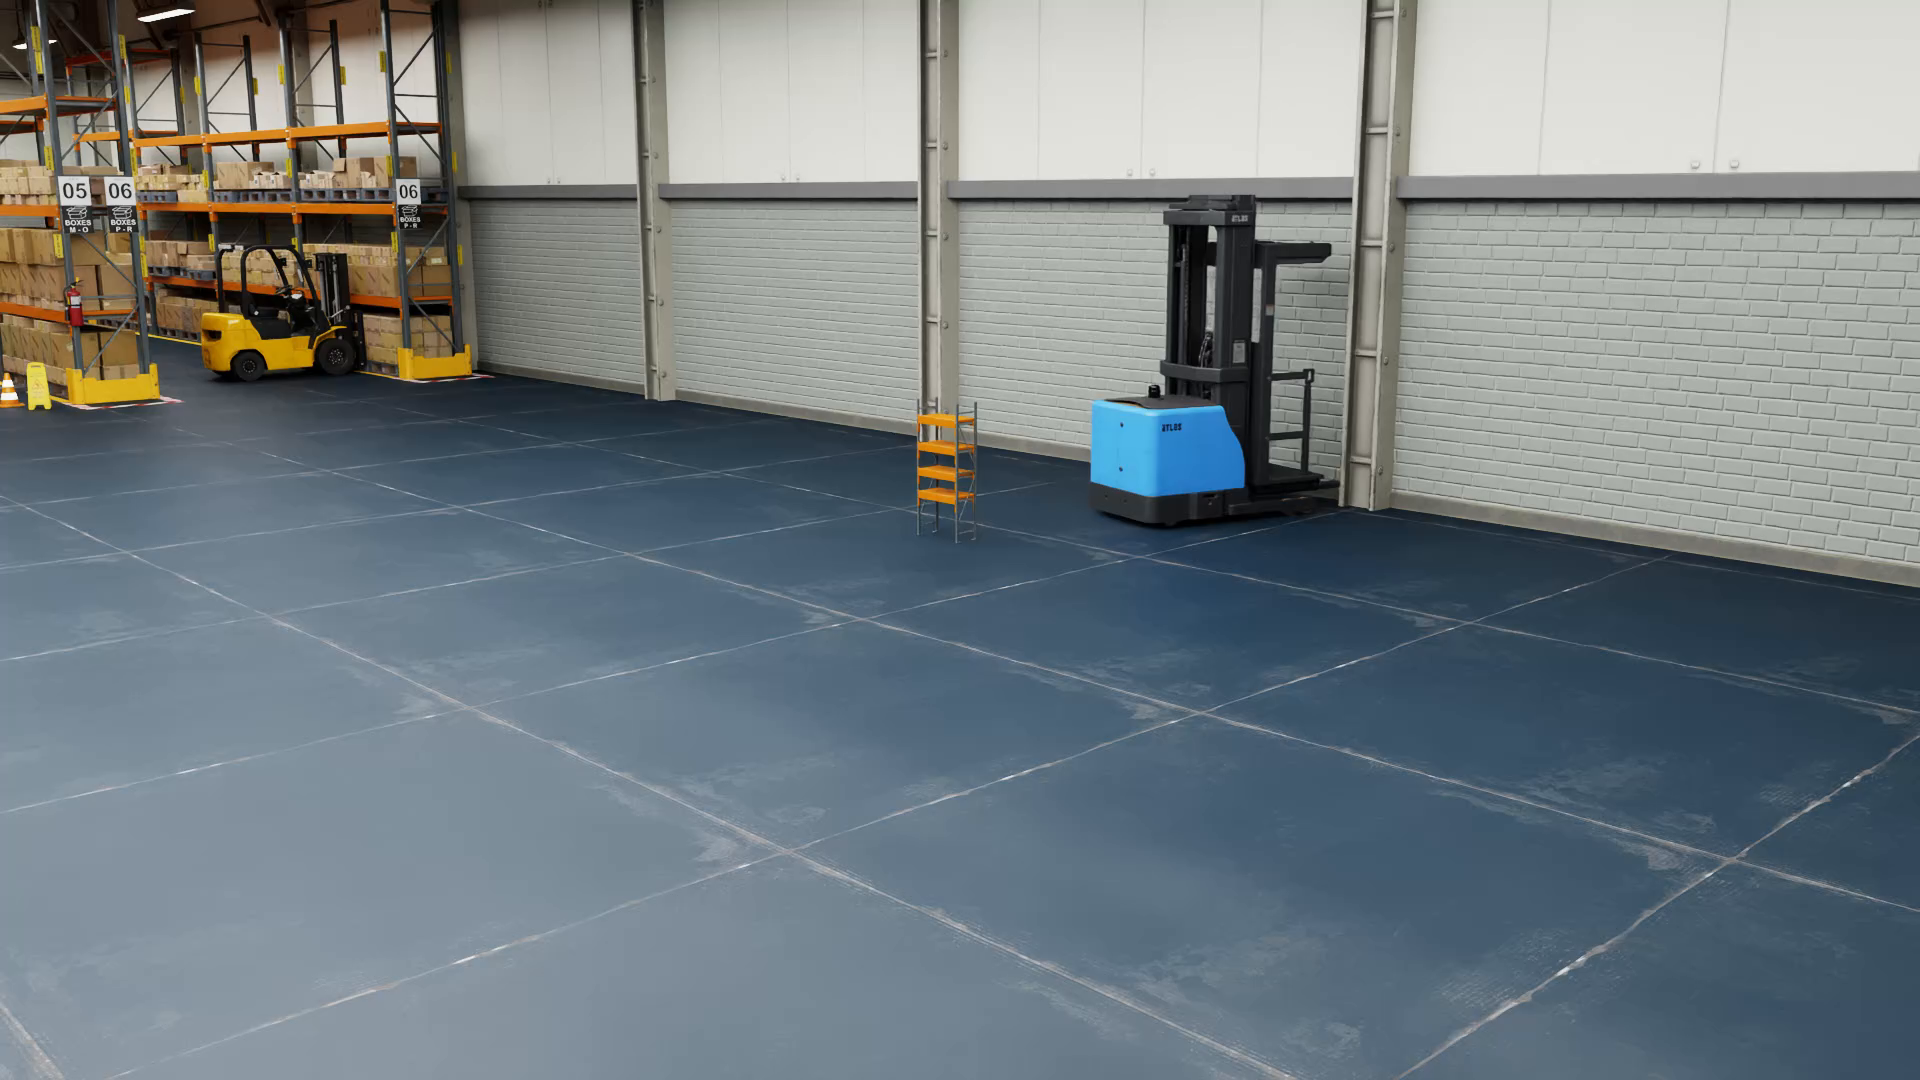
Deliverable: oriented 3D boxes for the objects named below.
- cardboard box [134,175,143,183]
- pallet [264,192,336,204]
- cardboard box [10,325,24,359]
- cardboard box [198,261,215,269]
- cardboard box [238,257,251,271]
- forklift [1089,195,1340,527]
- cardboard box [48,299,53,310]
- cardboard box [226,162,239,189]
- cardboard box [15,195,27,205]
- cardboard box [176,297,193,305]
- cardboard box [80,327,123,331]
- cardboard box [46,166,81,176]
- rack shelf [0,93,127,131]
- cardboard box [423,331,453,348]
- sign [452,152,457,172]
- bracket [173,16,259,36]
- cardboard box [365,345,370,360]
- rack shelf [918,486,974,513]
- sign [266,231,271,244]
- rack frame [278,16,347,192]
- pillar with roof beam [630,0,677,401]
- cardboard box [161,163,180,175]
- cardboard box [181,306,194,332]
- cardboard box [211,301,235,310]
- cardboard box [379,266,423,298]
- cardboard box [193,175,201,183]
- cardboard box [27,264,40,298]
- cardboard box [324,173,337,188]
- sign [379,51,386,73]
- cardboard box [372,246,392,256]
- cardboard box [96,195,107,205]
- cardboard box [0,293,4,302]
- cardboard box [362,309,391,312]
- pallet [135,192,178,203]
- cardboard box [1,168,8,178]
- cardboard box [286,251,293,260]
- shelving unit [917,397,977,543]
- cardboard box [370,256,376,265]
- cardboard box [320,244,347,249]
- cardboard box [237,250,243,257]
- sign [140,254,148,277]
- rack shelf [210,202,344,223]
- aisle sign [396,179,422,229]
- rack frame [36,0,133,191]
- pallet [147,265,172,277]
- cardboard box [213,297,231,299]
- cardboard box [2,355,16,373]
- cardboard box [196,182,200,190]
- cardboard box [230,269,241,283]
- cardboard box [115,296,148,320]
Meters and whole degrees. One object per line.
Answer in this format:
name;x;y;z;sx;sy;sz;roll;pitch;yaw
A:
cardboard box;-17.112;-7.585;34.957;0.380;0.149;0.250;-10;15;-41
pallet;-12.095;-6.278;30.491;1.217;0.209;0.805;11;16;43
cardboard box;-14.474;-3.110;25.986;0.500;0.500;0.500;-10;15;-40
cardboard box;-14.970;-5.485;33.180;0.380;0.149;0.250;-11;16;-42
cardboard box;-13.416;-5.280;31.738;0.500;0.250;0.500;11;16;44
forklift;2.748;-1.745;15.619;3.031;2.935;1.130;-6;13;-28
cardboard box;-13.132;-3.463;24.411;0.380;0.149;0.250;-11;16;-44
cardboard box;-13.494;-6.933;31.659;0.700;0.500;0.500;-11;16;-44
cardboard box;-13.844;-5.077;24.809;0.380;0.149;0.250;-11;16;-43
cardboard box;-16.169;-5.008;34.830;0.380;0.149;0.250;-11;16;-43
cardboard box;-13.040;-2.961;25.266;0.500;0.500;0.500;11;16;43
cardboard box;-12.749;-5.245;23.647;0.380;0.149;0.250;-11;16;-42
rack shelf;-13.683;-6.376;24.849;1.077;0.370;4.000;-11;16;-43
cardboard box;-8.889;-3.393;27.983;0.500;0.250;0.500;-11;16;-42
sign;-8.309;-6.204;27.297;0.100;0.325;0.005;-11;16;-43
bracket;-15.010;-10.383;33.588;0.076;0.066;4.783;-11;16;-43
cardboard box;-9.943;-3.224;28.398;0.500;0.250;0.500;-11;16;-42
rack shelf;-0.114;-0.351;14.461;0.258;0.148;0.480;-11;16;-43
sign;-13.840;-6.004;33.253;0.100;0.325;0.005;-11;16;-43
rack frame;-11.477;-7.714;29.553;1.000;3.000;0.127;-11;16;-43
pillar with roof beam;-7.514;-5.882;20.660;9.100;9.000;0.400;-11;16;-43
cardboard box;-16.741;-7.857;35.253;0.396;0.266;0.258;-11;16;-43
cardboard box;-15.760;-4.596;34.441;0.500;0.500;0.500;11;16;43
cardboard box;-14.763;-4.695;33.315;0.250;0.149;0.380;11;16;42
cardboard box;-9.244;-4.276;27.486;0.500;0.500;0.500;-11;16;-44
cardboard box;-15.016;-7.190;33.089;0.250;0.149;0.380;11;16;43
cardboard box;-13.562;-3.882;24.837;0.500;0.500;0.500;-11;16;-43
cardboard box;-10.672;-6.175;28.560;0.258;0.266;0.396;11;16;44
sign;-9.117;-7.553;26.260;0.100;0.325;0.005;-11;16;-43
cardboard box;-9.626;-4.840;27.878;0.380;0.149;0.250;-11;16;-42
cardboard box;-12.296;-4.939;24.142;0.380;0.149;0.250;-11;16;-42
cardboard box;-15.079;-3.870;26.383;0.380;0.149;0.250;-11;16;-43
cardboard box;-10.297;-3.932;29.358;0.500;0.250;0.500;-11;16;-42
pallet;-16.602;-7.215;35.032;1.213;0.211;1.003;-11;16;-43
cardboard box;-14.336;-5.584;25.293;0.250;0.149;0.380;11;16;43
cardboard box;-12.065;-5.196;30.345;0.380;0.149;0.250;-11;16;-43
shelving unit;-0.114;-0.612;14.408;0.258;1.200;0.503;-11;16;-43
cardboard box;-9.652;-4.687;27.875;0.380;0.149;0.250;-11;16;-43
cardboard box;-11.043;-5.139;29.327;0.380;0.149;0.250;-11;16;-44
cardboard box;-13.661;-5.530;31.962;0.380;0.149;0.250;-11;16;-42
sign;-11.910;-3.999;24.244;0.100;0.325;0.005;-11;16;-43
rack shelf;-12.858;-6.184;31.345;1.077;0.370;4.000;-11;16;-43
aisle sign;-8.882;-5.415;26.817;0.394;0.787;0.004;-11;16;-43
rack frame;-12.302;-6.438;23.359;1.000;3.000;0.127;-11;16;-43
pallet;-16.529;-5.717;35.205;1.003;0.211;1.213;-11;16;-43
cardboard box;-15.306;-4.959;34.596;0.380;0.149;0.250;-11;16;-42
cardboard box;-14.852;-2.819;26.433;0.500;0.250;0.500;11;16;43
cardboard box;-14.986;-7.051;33.152;0.380;0.149;0.250;-10;16;-41
cardboard box;-13.766;-5.113;32.168;0.500;0.250;0.500;-11;16;-44
cardboard box;-18.848;-5.276;37.739;0.700;0.500;0.500;-10;15;-40
